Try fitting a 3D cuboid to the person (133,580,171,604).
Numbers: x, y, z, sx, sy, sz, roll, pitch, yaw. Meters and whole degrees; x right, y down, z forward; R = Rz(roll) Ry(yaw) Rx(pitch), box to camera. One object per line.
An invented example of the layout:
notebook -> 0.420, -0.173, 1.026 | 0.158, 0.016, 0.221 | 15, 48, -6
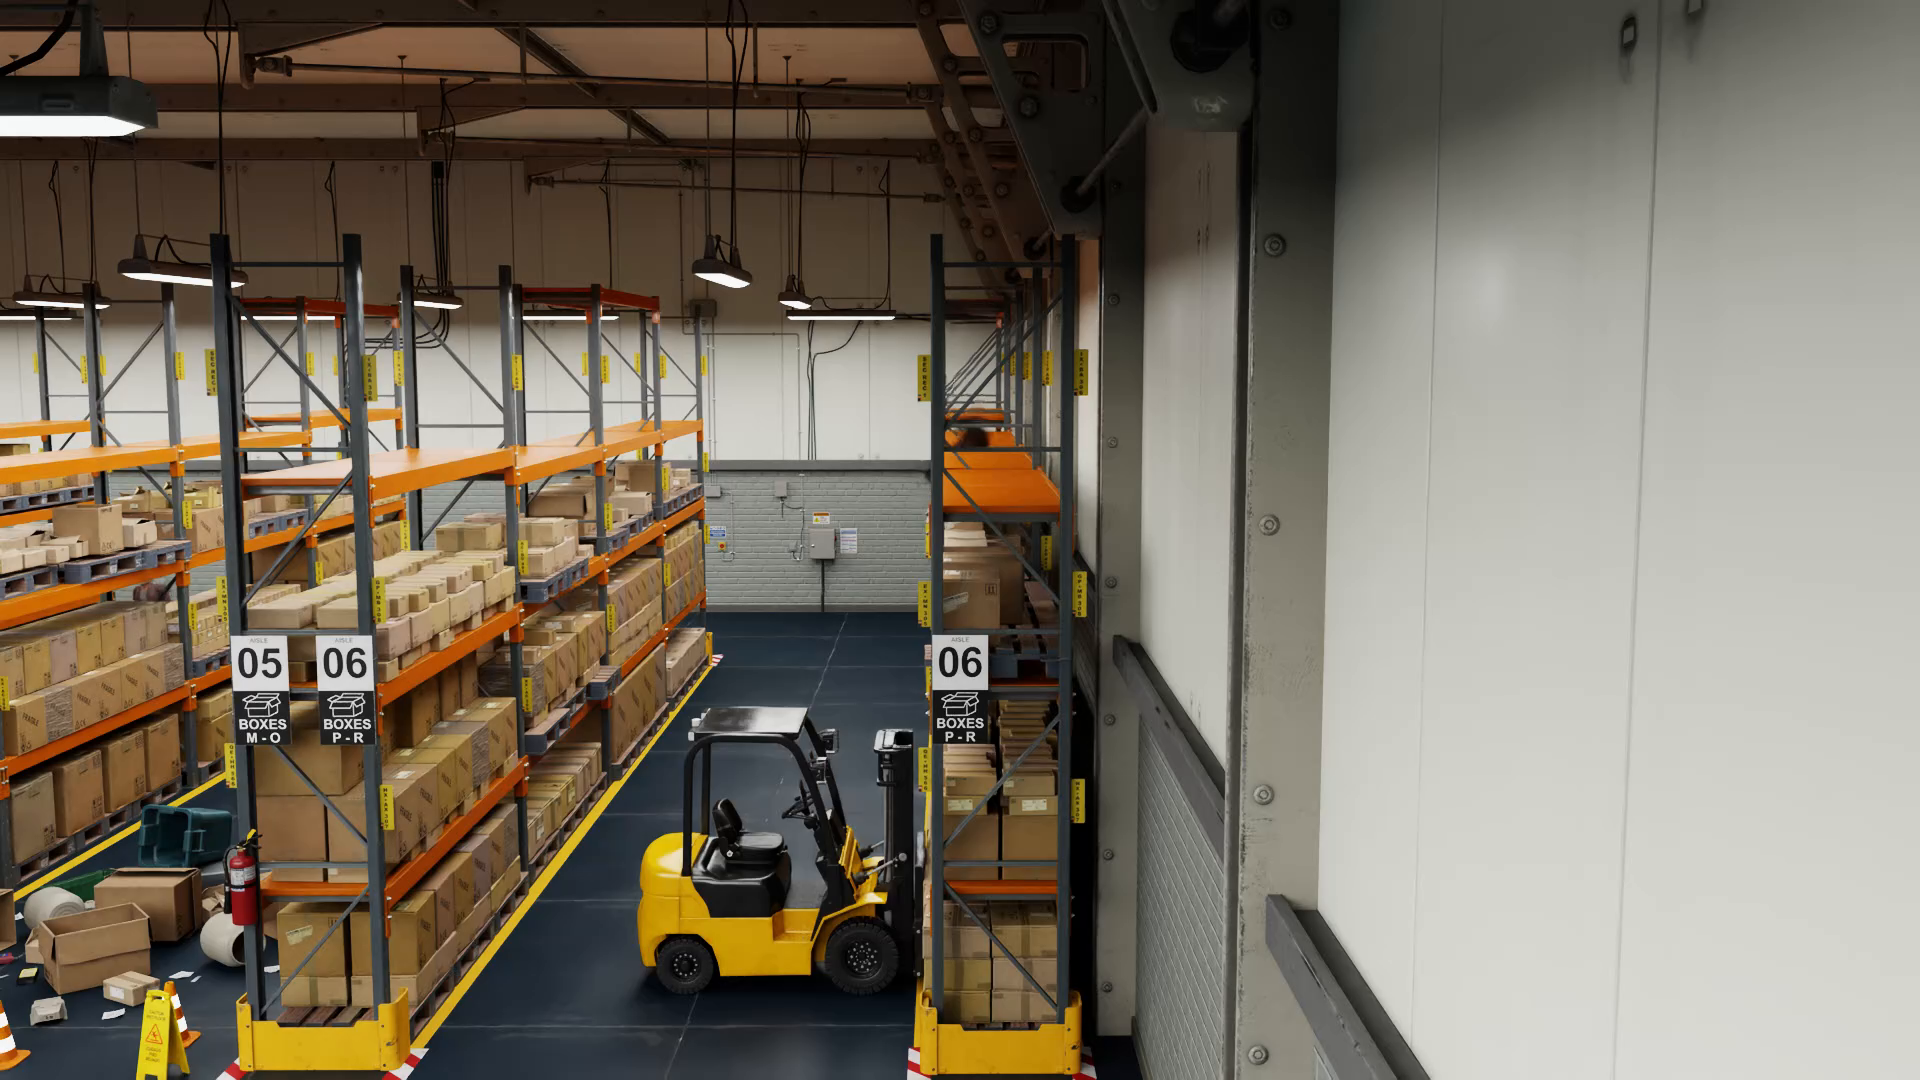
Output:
person -> -12.921, 1.371, 26.542 | 0.703, 1.813, 0.794 | 0, 6, -2
